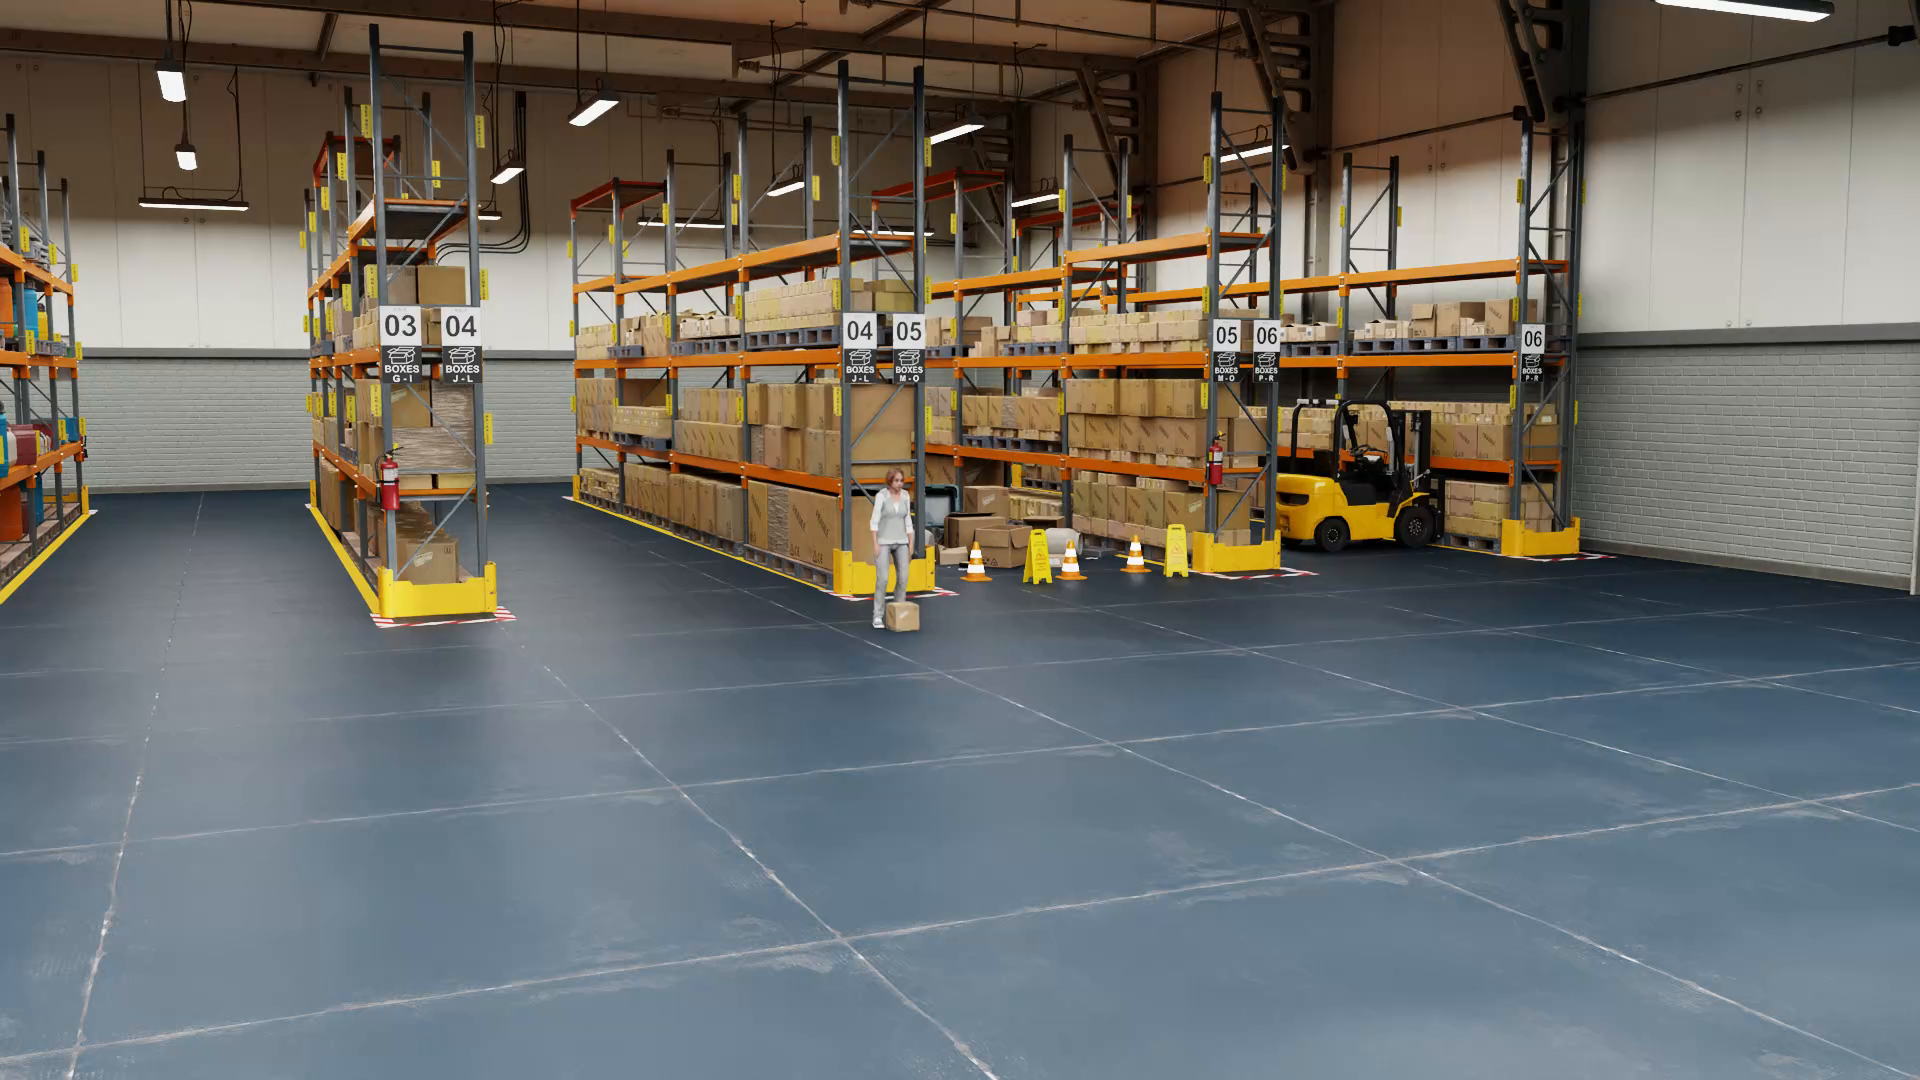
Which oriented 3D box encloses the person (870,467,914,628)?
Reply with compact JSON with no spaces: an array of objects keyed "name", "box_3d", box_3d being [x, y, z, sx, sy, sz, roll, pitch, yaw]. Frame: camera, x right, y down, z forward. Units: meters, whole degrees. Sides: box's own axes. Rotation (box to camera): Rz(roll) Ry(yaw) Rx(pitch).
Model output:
[{"name":"person","box_3d":[-0.675,0.072,16.538,0.462,1.581,0.339,-3,6,-26]}]
